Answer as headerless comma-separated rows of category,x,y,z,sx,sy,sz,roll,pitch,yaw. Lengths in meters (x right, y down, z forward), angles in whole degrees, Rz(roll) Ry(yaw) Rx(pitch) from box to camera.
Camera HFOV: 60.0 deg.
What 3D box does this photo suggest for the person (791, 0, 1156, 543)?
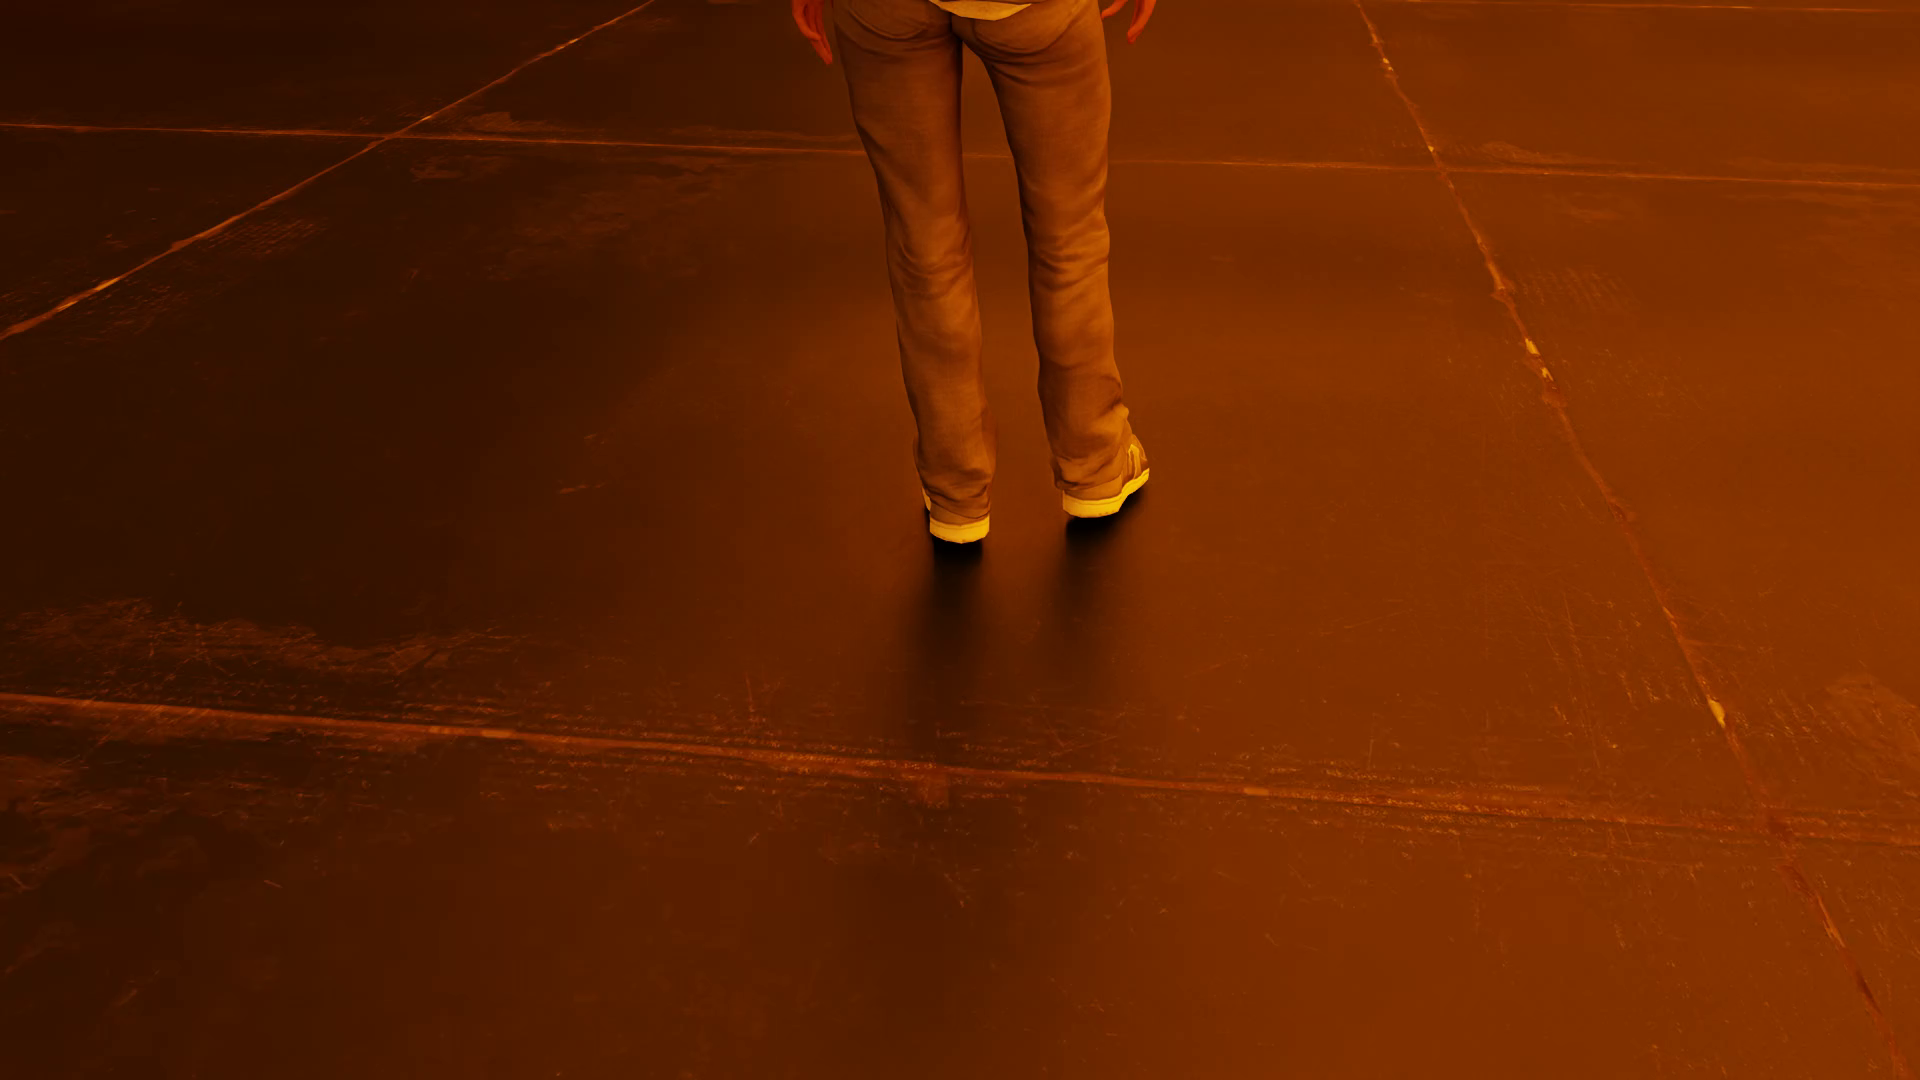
person,0.024,-0.753,2.204,0.519,1.598,0.474,3,27,7
